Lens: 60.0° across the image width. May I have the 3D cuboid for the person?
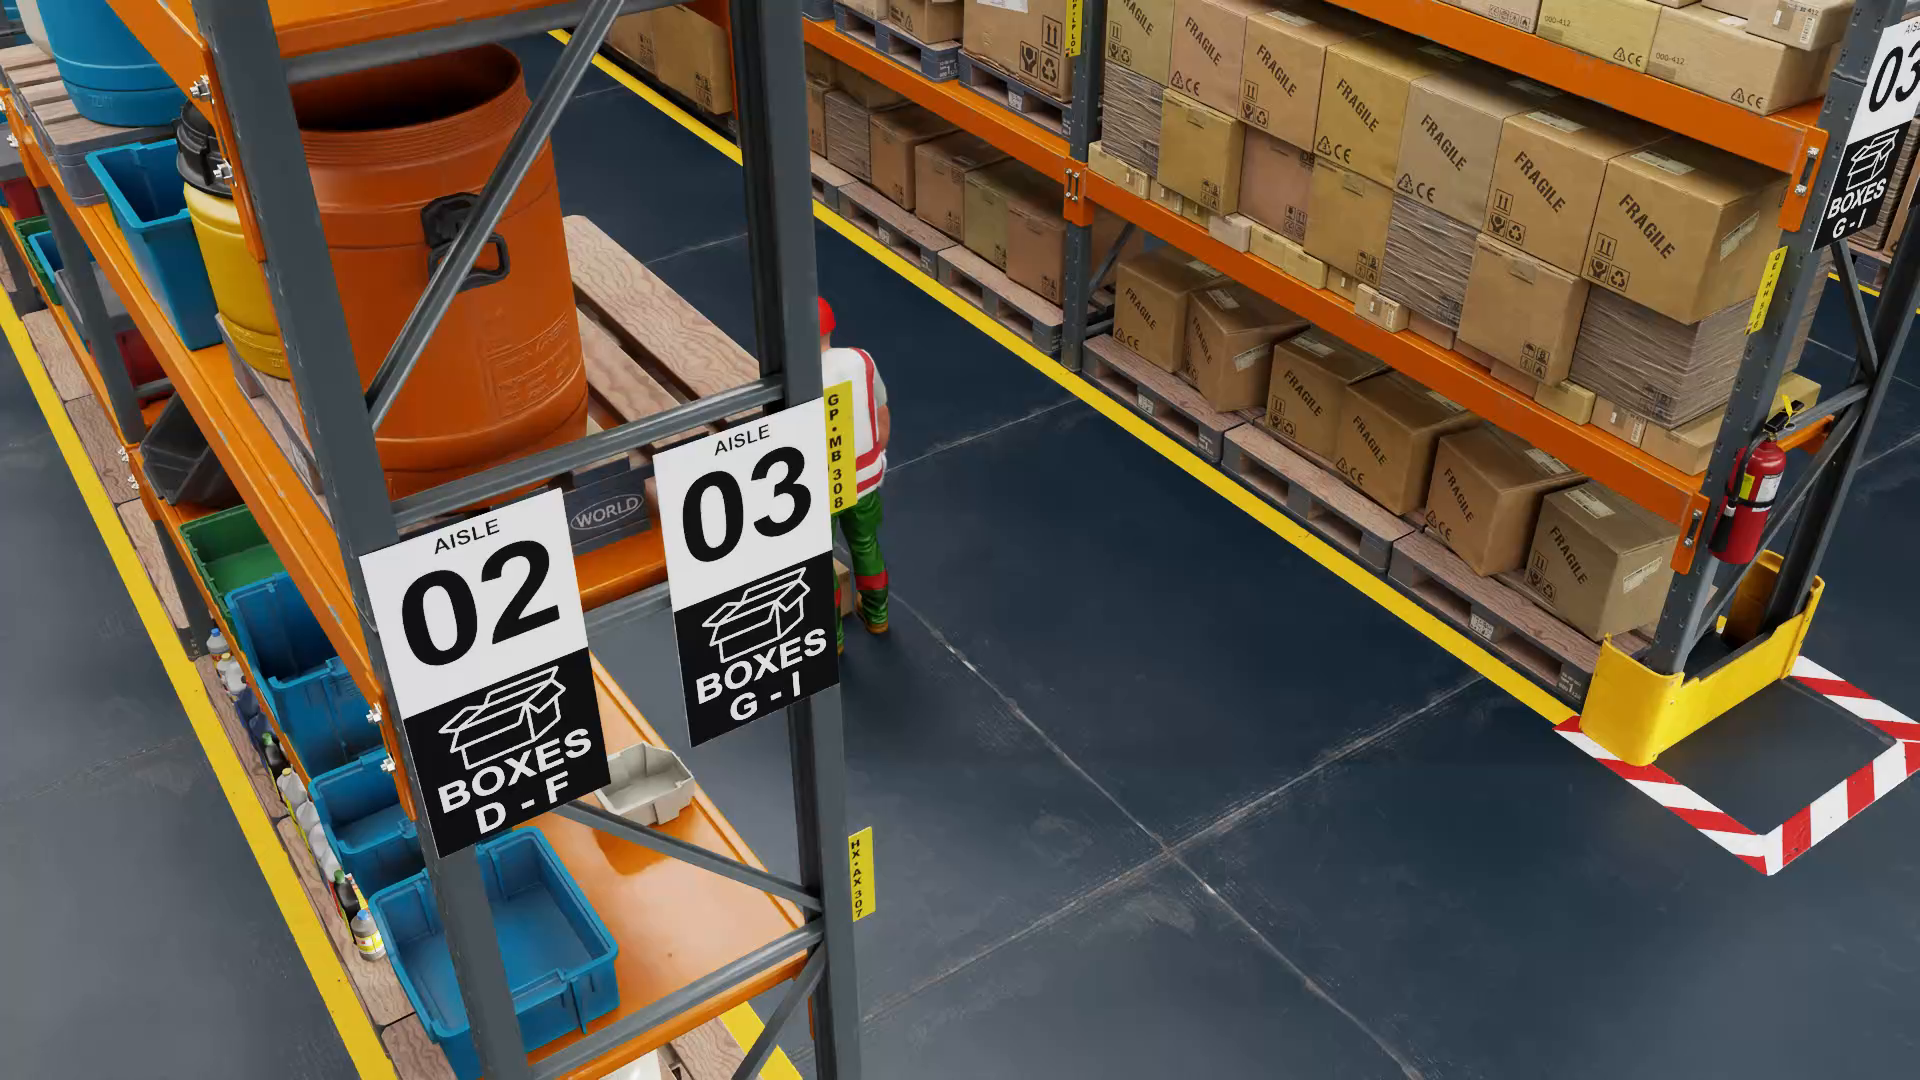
[{"bbox_3d":[-0.573,-0.274,7.366,0.621,1.779,0.453,-24,42,-29],"label":"person"}]
